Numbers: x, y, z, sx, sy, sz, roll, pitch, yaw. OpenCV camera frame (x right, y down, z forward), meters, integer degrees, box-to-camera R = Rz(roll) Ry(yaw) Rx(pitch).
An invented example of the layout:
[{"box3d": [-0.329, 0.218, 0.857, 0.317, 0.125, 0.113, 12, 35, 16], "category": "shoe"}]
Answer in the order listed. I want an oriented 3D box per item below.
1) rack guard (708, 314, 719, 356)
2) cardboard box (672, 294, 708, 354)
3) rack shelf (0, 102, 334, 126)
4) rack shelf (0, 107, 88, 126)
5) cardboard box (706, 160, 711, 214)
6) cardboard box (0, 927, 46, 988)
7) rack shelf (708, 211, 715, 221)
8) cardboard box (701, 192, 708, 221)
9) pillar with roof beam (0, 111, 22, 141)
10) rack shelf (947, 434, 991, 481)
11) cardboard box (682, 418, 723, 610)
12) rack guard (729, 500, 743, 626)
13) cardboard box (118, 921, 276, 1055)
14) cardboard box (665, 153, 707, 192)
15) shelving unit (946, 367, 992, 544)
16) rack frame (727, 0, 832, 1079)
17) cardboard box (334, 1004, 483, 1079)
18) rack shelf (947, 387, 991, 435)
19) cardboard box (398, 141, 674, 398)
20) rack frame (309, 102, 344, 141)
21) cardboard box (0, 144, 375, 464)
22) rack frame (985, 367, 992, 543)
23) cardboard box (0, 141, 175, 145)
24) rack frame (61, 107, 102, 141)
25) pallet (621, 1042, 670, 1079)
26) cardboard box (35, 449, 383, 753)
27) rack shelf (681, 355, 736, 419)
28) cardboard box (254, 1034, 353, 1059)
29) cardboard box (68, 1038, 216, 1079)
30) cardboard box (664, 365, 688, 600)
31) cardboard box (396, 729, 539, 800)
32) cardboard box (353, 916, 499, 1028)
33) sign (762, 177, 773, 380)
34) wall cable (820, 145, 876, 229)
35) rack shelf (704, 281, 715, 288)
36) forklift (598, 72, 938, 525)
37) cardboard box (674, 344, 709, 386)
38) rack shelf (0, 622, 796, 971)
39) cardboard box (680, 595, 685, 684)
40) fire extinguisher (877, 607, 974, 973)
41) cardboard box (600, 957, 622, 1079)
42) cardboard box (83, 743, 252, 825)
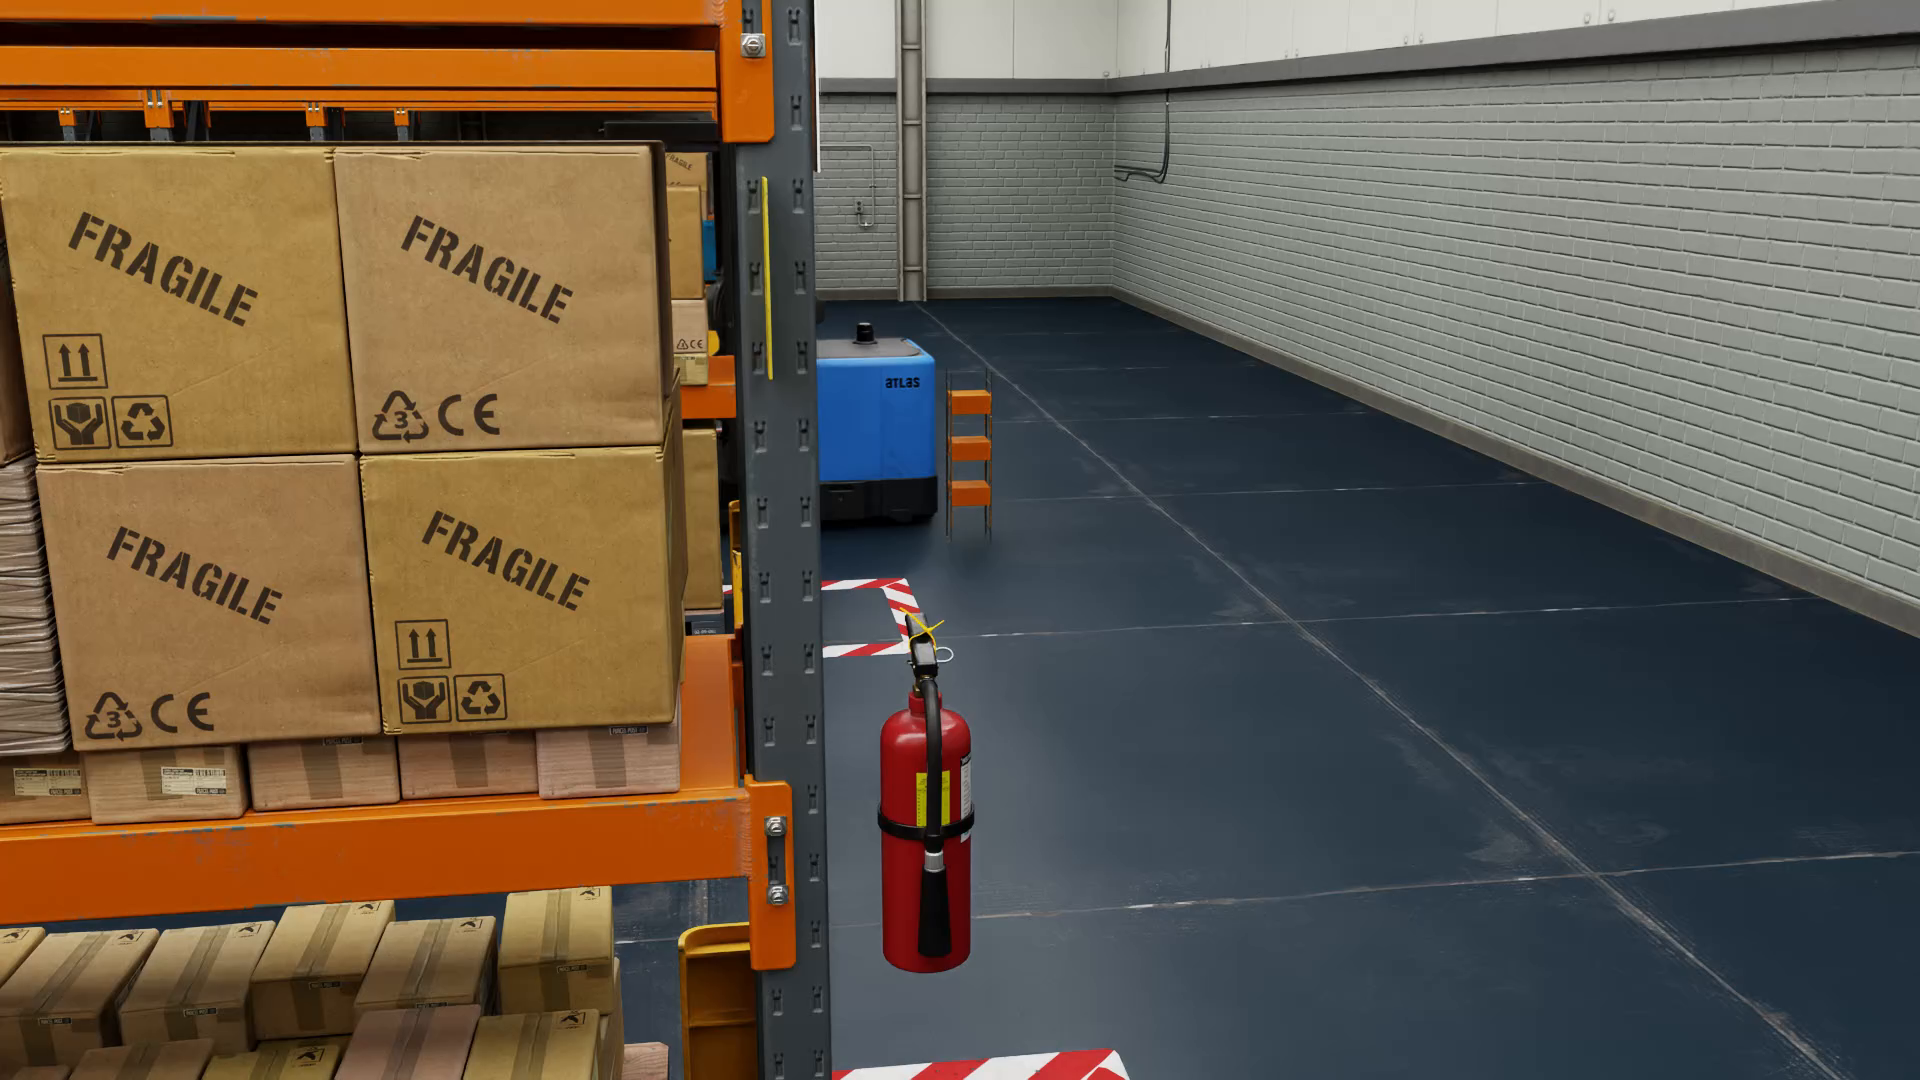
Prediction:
[{"box3d": [-2.568, -2.217, 18.033, 0.348, 0.500, 1.175, -2, 14, -8], "category": "rack guard"}, {"box3d": [-1.460, -1.039, 7.895, 0.500, 0.250, 0.500, -2, 14, -9], "category": "cardboard box"}, {"box3d": [-8.426, -4.320, 16.595, 4.000, 0.370, 1.077, -2, 14, -8], "category": "rack shelf"}, {"box3d": [-13.123, -5.367, 20.768, 4.000, 0.370, 1.077, -2, 14, -8], "category": "rack shelf"}, {"box3d": [-3.737, -4.748, 22.370, 0.700, 0.700, 0.980, -1, 14, -6], "category": "cardboard box"}, {"box3d": [-2.249, 1.028, 3.730, 0.250, 0.149, 0.380, -2, 14, -7], "category": "cardboard box"}, {"box3d": [-5.212, -4.202, 22.289, 4.000, 0.370, 1.077, -2, 14, -8], "category": "rack shelf"}, {"box3d": [-2.895, -3.399, 17.402, 0.500, 0.500, 0.500, -2, 14, -7], "category": "cardboard box"}, {"box3d": [-11.918, -6.369, 17.117, 0.400, 9.000, 9.100, -2, 14, -8], "category": "pillar with roof beam"}, {"box3d": [0.053, -0.501, 10.104, 0.240, 0.259, 0.215, -2, 14, -8], "category": "rack shelf"}, {"box3d": [-1.642, -0.179, 8.276, 0.875, 0.875, 0.875, -2, 14, -8], "category": "cardboard box"}, {"box3d": [-0.997, 0.163, 8.545, 0.348, 0.500, 1.175, -2, 14, -8], "category": "rack guard"}, {"box3d": [-1.706, 1.022, 3.755, 0.250, 0.149, 0.380, -3, 14, -11], "category": "cardboard box"}, {"box3d": [-2.892, -3.883, 17.278, 0.500, 0.500, 0.500, -2, 14, -9], "category": "cardboard box"}, {"box3d": [0.053, -0.511, 10.102, 0.252, 1.050, 0.215, -2, 14, -8], "category": "shelving unit"}, {"box3d": [-0.382, 0.147, 3.469, 0.053, 2.616, 0.949, -2, 14, -8], "category": "rack frame"}, {"box3d": [-1.125, 1.114, 3.388, 0.250, 0.149, 0.380, -2, 14, -7], "category": "cardboard box"}, {"box3d": [0.053, -0.776, 10.035, 0.240, 0.259, 0.215, -2, 14, -8], "category": "rack shelf"}, {"box3d": [-0.865, -0.577, 3.485, 0.500, 0.500, 0.500, -2, 14, -9], "category": "cardboard box"}, {"box3d": [-6.448, -3.287, 17.162, 0.127, 3.000, 1.000, -2, 14, -8], "category": "rack frame"}, {"box3d": [-1.298, -0.435, 2.918, 0.500, 0.500, 0.500, -3, 14, -10], "category": "cardboard box"}, {"box3d": [0.174, -0.516, 10.119, 0.008, 1.050, 0.200, -2, 14, -8], "category": "rack frame"}, {"box3d": [-1.881, -0.544, 3.353, 0.500, 0.500, 0.500, -2, 14, -10], "category": "cardboard box"}, {"box3d": [-11.145, -4.333, 21.334, 0.127, 3.000, 1.000, -2, 14, -8], "category": "rack frame"}, {"box3d": [-1.266, 1.524, 3.710, 1.213, 0.211, 1.003, -2, 14, -8], "category": "pallet"}, {"box3d": [-1.298, 0.051, 3.036, 0.500, 0.500, 0.500, -2, 14, -9], "category": "cardboard box"}, {"box3d": [-2.998, -0.627, 8.036, 4.000, 0.370, 1.077, -2, 14, -8], "category": "rack shelf"}, {"box3d": [-1.446, 1.167, 3.790, 0.250, 0.149, 0.380, -2, 14, -8], "category": "cardboard box"}, {"box3d": [-1.627, 1.148, 3.252, 0.250, 0.149, 0.380, -3, 14, -11], "category": "cardboard box"}, {"box3d": [-0.867, -0.095, 3.617, 0.500, 0.500, 0.500, -1, 14, -6], "category": "cardboard box"}, {"box3d": [-0.914, 0.350, 3.178, 0.250, 0.149, 0.380, -2, 14, -8], "category": "cardboard box"}, {"box3d": [-1.205, 1.015, 3.784, 0.250, 0.149, 0.380, -2, 14, -7], "category": "cardboard box"}, {"box3d": [-0.319, -0.433, 2.751, 0.005, 0.325, 0.100, -2, 14, -8], "category": "sign"}, {"box3d": [-2.109, -5.390, 23.459, 1.851, 1.984, 0.084, -2, 14, -8], "category": "wall cable"}, {"box3d": [-3.736, -1.819, 12.787, 4.000, 0.370, 1.077, -2, 14, -8], "category": "rack shelf"}, {"box3d": [-1.711, -1.574, 10.474, 3.031, 2.935, 1.130, -3, 14, -10], "category": "forklift"}, {"box3d": [-1.324, -0.835, 7.901, 0.250, 0.149, 0.380, -2, 14, -7], "category": "cardboard box"}, {"box3d": [-2.359, 0.569, 3.264, 4.000, 0.370, 1.077, -2, 14, -8], "category": "rack shelf"}, {"box3d": [-0.751, 0.203, 3.764, 0.250, 0.149, 0.380, -2, 14, -9], "category": "cardboard box"}, {"box3d": [-0.064, 0.468, 3.114, 0.183, 0.674, 0.296, -2, 14, -8], "category": "fire extinguisher"}, {"box3d": [-0.938, 1.140, 3.896, 0.250, 0.149, 0.380, -1, 14, -6], "category": "cardboard box"}, {"box3d": [-1.408, 0.377, 3.068, 0.250, 0.149, 0.380, -2, 14, -7], "category": "cardboard box"}]
